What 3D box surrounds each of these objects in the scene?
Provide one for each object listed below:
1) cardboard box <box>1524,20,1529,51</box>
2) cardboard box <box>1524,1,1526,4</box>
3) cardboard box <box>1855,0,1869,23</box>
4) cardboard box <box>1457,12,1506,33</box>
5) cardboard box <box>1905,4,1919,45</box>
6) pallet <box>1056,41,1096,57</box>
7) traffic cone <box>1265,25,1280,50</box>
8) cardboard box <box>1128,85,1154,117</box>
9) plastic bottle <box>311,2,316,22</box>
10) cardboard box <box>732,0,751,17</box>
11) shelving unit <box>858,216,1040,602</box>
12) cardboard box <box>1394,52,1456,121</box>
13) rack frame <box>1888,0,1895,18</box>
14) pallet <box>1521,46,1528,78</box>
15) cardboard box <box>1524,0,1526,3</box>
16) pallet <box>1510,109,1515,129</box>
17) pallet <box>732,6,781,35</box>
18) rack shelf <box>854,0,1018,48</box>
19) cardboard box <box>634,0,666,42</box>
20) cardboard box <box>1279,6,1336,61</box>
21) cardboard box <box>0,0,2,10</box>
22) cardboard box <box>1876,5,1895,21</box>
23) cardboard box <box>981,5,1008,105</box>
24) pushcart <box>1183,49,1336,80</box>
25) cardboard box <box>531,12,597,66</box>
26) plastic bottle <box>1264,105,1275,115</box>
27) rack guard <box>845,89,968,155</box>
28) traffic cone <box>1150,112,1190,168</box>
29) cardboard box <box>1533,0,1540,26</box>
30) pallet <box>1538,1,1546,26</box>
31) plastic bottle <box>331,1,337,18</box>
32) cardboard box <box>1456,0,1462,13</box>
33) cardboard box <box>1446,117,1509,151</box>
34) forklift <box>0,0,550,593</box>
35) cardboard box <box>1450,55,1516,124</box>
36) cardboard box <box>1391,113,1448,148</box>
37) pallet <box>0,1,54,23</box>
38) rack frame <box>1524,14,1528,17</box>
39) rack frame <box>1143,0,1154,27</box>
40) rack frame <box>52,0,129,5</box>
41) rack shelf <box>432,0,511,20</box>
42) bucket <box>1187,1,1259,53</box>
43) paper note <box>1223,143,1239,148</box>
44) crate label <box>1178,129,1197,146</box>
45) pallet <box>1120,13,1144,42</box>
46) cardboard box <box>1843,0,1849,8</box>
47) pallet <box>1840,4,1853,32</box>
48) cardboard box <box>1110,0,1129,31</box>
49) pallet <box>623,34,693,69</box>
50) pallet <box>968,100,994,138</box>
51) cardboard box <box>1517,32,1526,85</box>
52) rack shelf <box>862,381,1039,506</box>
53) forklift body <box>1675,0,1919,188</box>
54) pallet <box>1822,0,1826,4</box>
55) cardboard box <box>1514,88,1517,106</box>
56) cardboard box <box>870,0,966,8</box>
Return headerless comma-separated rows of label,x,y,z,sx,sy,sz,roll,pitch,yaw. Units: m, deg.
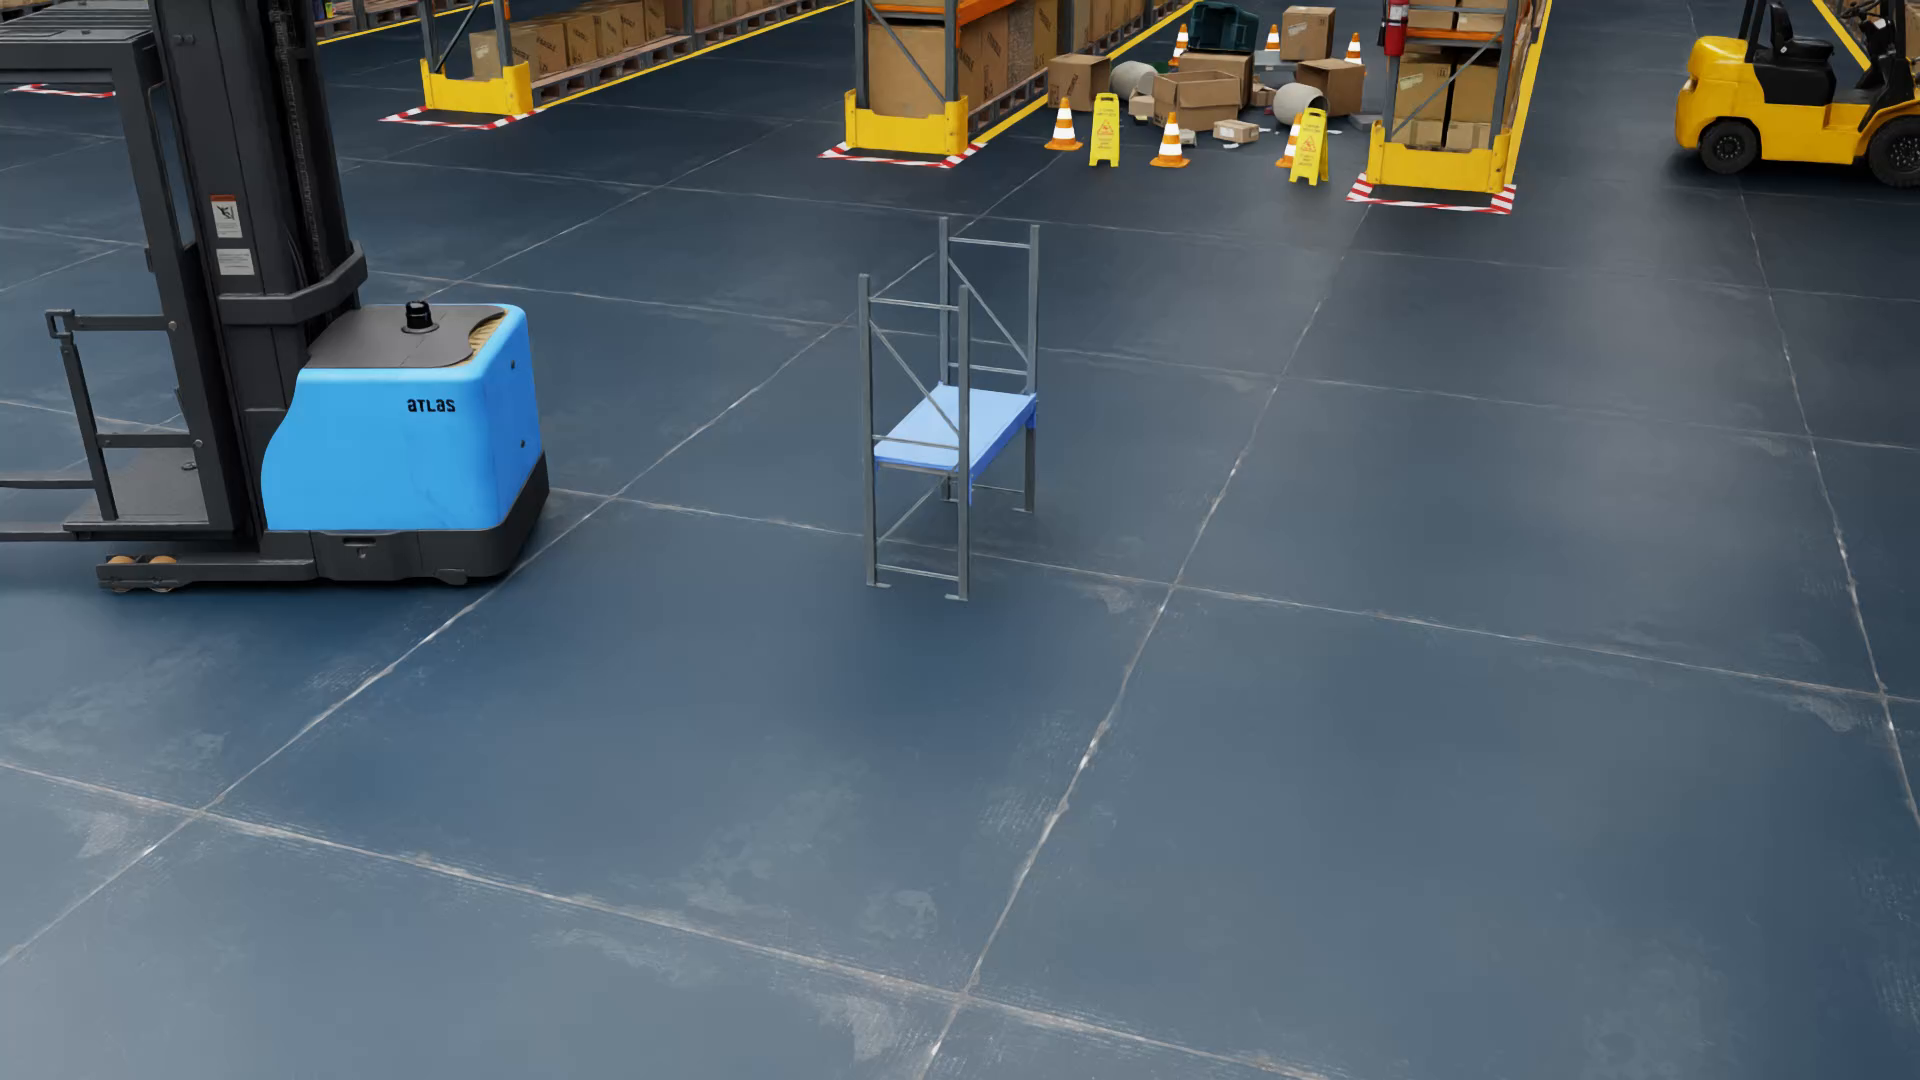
cardboard box,6.163,-5.933,19.595,0.950,0.372,0.625,10,27,19
cardboard box,5.206,-5.209,15.856,0.380,0.149,0.250,9,27,18
cardboard box,11.979,-6.959,21.567,0.500,0.500,0.500,8,27,16
cardboard box,4.502,-4.481,14.352,0.380,0.149,0.250,9,27,18
cardboard box,11.107,-5.650,18.721,0.875,0.625,0.625,10,27,19
pallet,1.009,-5.878,20.148,1.003,0.211,1.213,9,27,17
traffic cone,3.771,-5.964,20.036,0.336,0.463,0.334,9,27,17
cardboard box,1.988,-4.601,17.448,0.396,0.266,0.258,14,29,26
plastic bottle,-8.497,-6.904,21.603,0.144,0.351,0.185,7,27,15
cardboard box,-3.234,-7.311,22.271,0.700,0.500,0.500,6,27,13
shelving unit,-0.028,-0.640,7.851,0.538,1.500,1.048,9,27,17
cardboard box,4.214,-4.141,15.173,0.500,0.500,0.500,9,27,18
rack frame,11.538,-7.054,19.377,1.000,3.000,0.127,9,27,17
pallet,6.187,-5.697,19.773,1.003,0.211,1.213,9,27,17
cardboard box,4.782,-5.031,14.744,0.500,0.500,0.500,10,27,19
pallet,4.930,-4.089,16.454,1.003,0.211,1.213,9,27,17
pallet,-3.158,-7.134,22.742,1.003,0.211,1.213,9,27,17
rack shelf,0.158,-5.659,17.322,1.077,0.370,4.000,9,27,17
cardboard box,-3.991,-6.471,20.559,0.500,0.500,0.500,8,27,16
cardboard box,3.836,-5.590,18.353,0.500,0.500,0.500,9,27,17
cardboard box,-13.437,-7.321,22.602,0.500,0.250,0.500,9,27,17
cardboard box,11.476,-6.323,20.254,0.500,0.500,0.500,10,27,19
cardboard box,-0.054,-5.044,17.182,0.875,0.875,0.875,8,27,17
pushcart,3.358,-5.258,18.677,1.648,0.377,0.936,0,26,-1
cardboard box,-4.535,-5.745,19.060,0.500,0.500,0.500,11,28,22
plastic bottle,3.327,-4.548,17.572,0.133,0.061,0.283,14,29,26
rack guard,-0.516,-4.026,15.992,1.175,0.500,0.348,9,27,17
traffic cone,1.960,-3.728,15.419,0.336,0.463,0.334,9,27,17
cardboard box,7.164,-7.277,21.793,0.875,0.875,0.875,8,27,17
pallet,7.597,-7.330,23.147,1.003,0.211,1.213,9,27,17
plastic bottle,-8.318,-7.028,22.030,0.097,0.201,0.097,0,26,0
cardboard box,4.477,-4.974,15.369,0.380,0.149,0.250,9,27,18
cardboard box,4.723,-3.728,15.180,0.500,0.250,0.500,9,27,17
forklift,-3.630,-1.307,7.585,3.031,2.935,1.130,0,26,0
cardboard box,4.730,-4.075,15.037,0.500,0.500,0.500,8,27,16
cardboard box,4.217,-3.817,15.365,0.500,0.250,0.500,9,27,17
pallet,-13.465,-7.428,23.349,1.003,0.211,1.213,9,27,17
rack frame,5.525,-6.129,17.466,1.000,3.000,0.127,9,27,17
rack frame,2.154,-8.449,22.257,1.000,3.000,0.127,9,27,17
rack frame,-9.822,-6.640,18.522,1.000,3.000,0.127,9,27,17
rack shelf,-4.486,-6.420,18.893,1.077,0.370,4.000,9,27,17
bucket,2.952,-5.625,18.439,0.726,0.611,0.620,20,22,35
paper note,2.631,-3.826,16.116,0.148,0.019,0.142,0,26,-1
crate label,2.164,-3.913,16.175,0.250,0.136,0.298,-5,26,-9
pallet,1.821,-6.881,22.219,1.003,0.211,1.213,9,27,17
cardboard box,12.496,-7.596,22.882,0.500,0.500,0.500,10,28,20
pallet,12.634,-7.103,22.678,1.003,0.211,1.213,9,27,17
cardboard box,1.579,-7.028,21.423,1.050,0.750,0.750,9,27,18
pallet,-4.011,-6.029,20.461,1.003,0.211,1.213,9,27,17
pallet,-0.315,-4.246,16.777,1.003,0.211,1.213,9,27,17
cardboard box,5.245,-4.716,16.362,0.500,0.500,0.500,10,28,20
rack shelf,-0.028,-0.478,7.929,0.538,0.185,1.000,9,27,17
forklift body,7.786,-4.428,14.928,2.313,2.155,1.214,9,27,17
pallet,13.503,-8.228,25.001,1.003,0.211,1.213,9,27,17
cardboard box,5.240,-4.369,16.506,0.500,0.250,0.500,9,27,18
cardboard box,-0.427,-5.388,15.763,0.875,0.550,0.550,9,27,17
